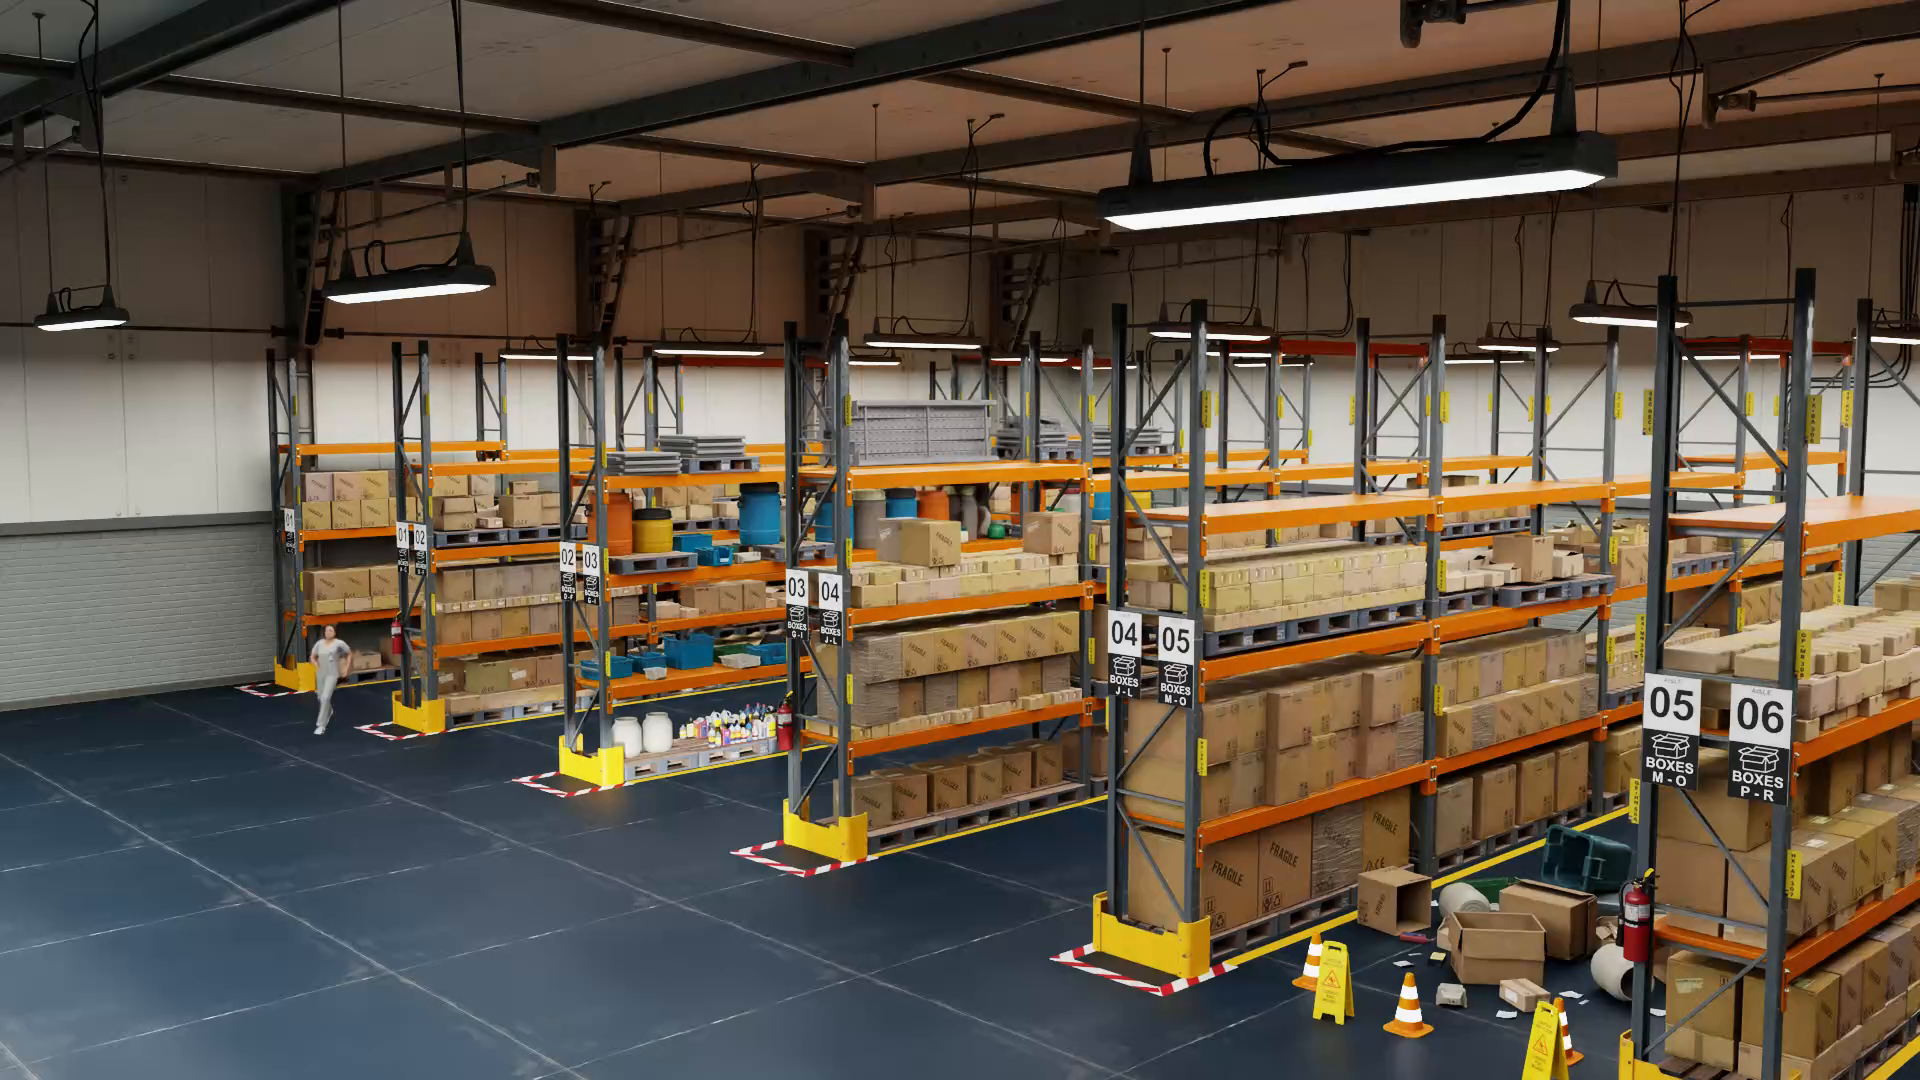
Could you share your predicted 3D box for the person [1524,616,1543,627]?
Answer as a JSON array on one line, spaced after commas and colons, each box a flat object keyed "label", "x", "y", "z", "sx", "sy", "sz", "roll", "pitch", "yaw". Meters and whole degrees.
[{"label": "person", "x": 10.949, "y": 1.605, "z": 31.853, "sx": 0.529, "sy": 1.609, "sz": 0.848, "roll": -1, "pitch": 5, "yaw": -14}]

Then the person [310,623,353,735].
[{"label": "person", "x": -9.713, "y": 2.106, "z": 25.671, "sx": 0.613, "sy": 1.666, "sz": 0.881, "roll": 0, "pitch": 5, "yaw": 1}]

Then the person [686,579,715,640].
[{"label": "person", "x": -4.828, "y": 1.591, "z": 31.511, "sx": 0.849, "sy": 1.760, "sz": 0.679, "roll": -5, "pitch": 7, "yaw": -42}]
